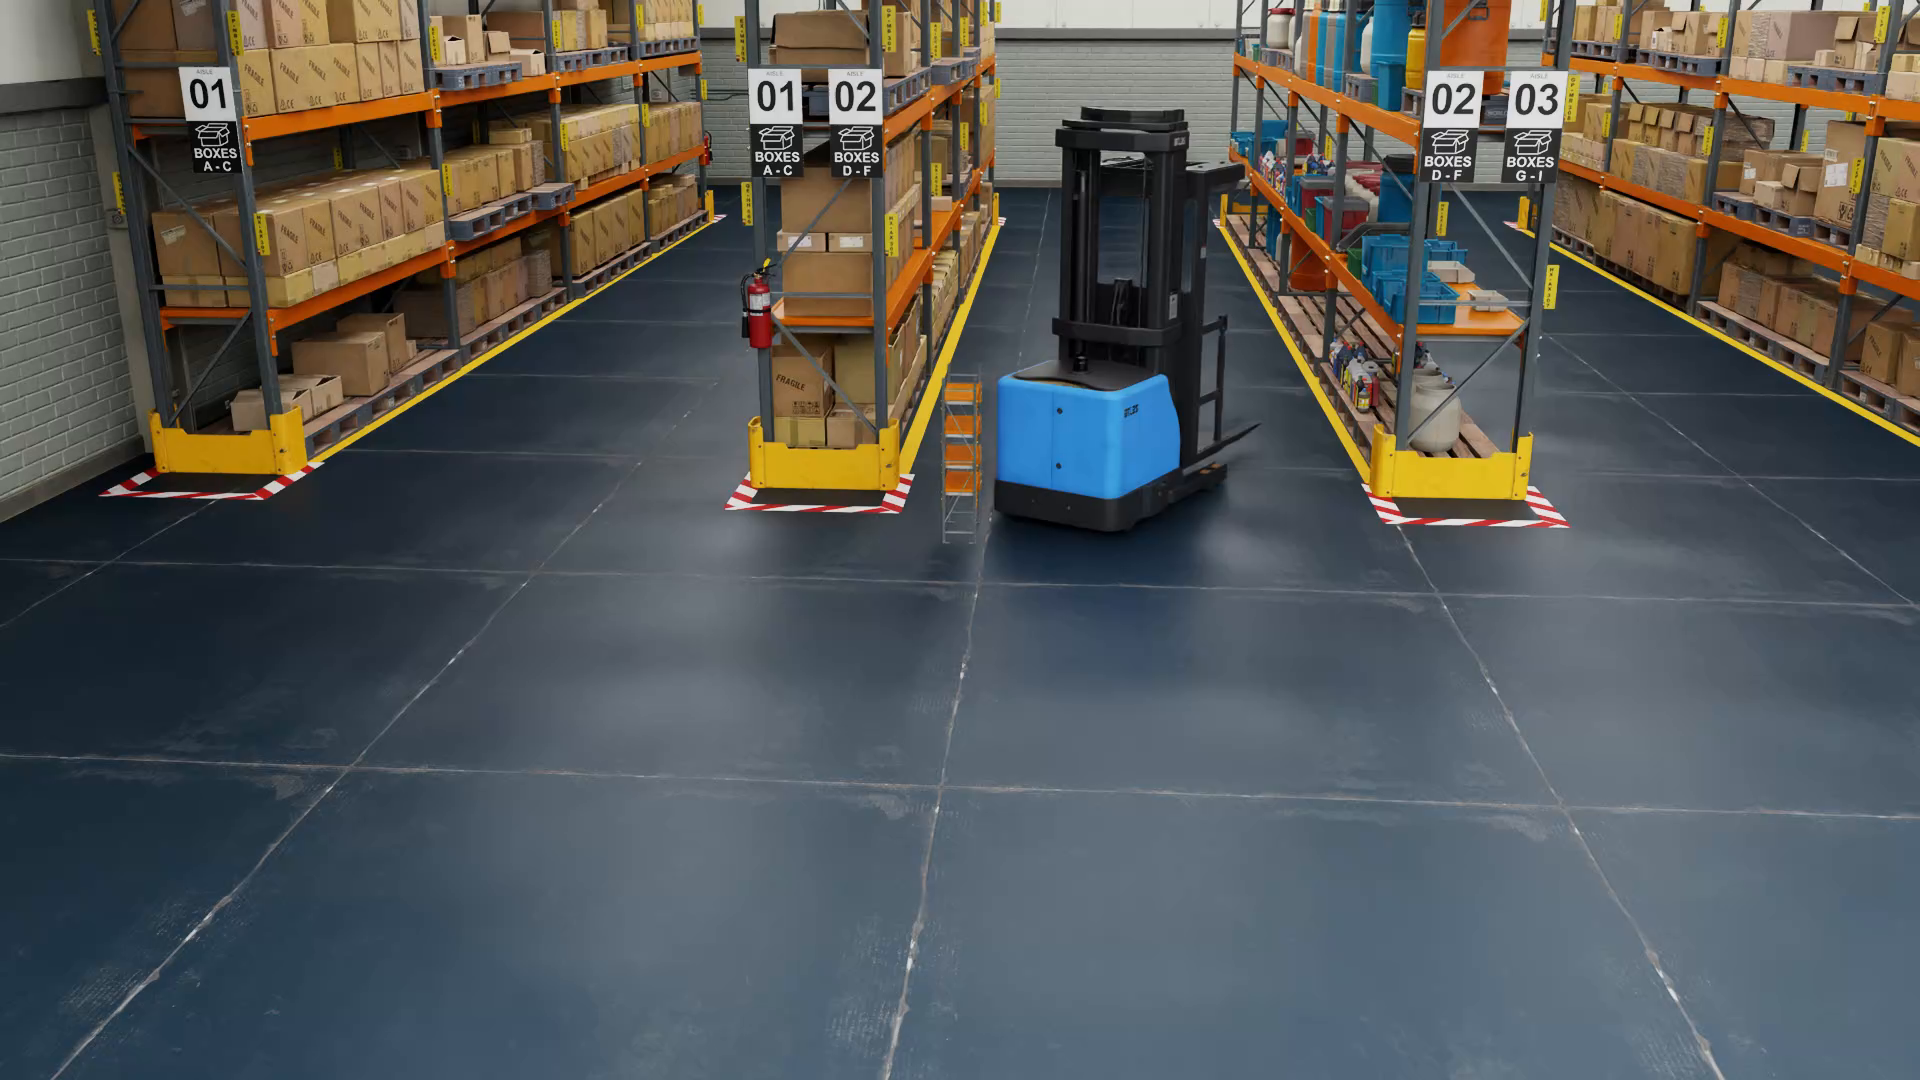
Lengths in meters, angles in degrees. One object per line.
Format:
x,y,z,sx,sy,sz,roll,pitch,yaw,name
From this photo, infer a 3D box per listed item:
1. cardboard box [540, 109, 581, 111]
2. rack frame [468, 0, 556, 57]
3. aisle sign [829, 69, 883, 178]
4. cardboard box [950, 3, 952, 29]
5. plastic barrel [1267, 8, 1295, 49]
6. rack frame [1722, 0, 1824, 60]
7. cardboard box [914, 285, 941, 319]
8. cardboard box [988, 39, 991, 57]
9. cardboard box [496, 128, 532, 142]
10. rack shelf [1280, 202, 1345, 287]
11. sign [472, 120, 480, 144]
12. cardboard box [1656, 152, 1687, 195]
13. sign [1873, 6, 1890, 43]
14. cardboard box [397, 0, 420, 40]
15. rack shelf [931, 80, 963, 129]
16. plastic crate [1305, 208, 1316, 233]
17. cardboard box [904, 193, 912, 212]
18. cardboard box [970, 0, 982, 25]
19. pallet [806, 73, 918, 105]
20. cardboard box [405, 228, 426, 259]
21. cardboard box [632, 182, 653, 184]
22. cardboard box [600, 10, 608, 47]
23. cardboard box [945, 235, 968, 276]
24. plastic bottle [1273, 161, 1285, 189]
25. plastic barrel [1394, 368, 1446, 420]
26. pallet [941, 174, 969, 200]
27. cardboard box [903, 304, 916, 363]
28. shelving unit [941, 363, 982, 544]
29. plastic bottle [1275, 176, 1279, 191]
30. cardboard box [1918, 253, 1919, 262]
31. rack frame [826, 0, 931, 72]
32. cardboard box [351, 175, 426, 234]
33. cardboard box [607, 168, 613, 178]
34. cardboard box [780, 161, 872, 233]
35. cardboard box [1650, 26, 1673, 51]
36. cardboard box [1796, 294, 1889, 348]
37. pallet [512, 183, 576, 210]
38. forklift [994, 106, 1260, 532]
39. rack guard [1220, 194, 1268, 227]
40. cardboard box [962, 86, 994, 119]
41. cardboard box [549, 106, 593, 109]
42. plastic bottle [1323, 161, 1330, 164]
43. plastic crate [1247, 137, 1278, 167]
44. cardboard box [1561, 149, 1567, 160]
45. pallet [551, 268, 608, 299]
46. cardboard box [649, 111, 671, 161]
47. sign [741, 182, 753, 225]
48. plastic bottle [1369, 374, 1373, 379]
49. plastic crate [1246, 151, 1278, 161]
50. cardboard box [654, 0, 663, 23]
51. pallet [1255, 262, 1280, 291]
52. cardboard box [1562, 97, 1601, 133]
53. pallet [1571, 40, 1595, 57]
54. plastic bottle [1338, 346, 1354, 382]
-5.510,-5.823,23.002,0.500,0.250,0.500,1,18,2,cardboard box
-5.442,-7.332,19.848,1.000,3.000,0.127,1,18,4,rack frame
-0.774,-3.096,12.378,0.394,0.787,0.004,1,18,4,aisle sign
-0.417,-6.765,21.939,0.600,0.600,0.600,1,18,2,cardboard box
4.438,-7.034,22.864,0.433,0.535,0.433,0,18,0,plastic barrel
9.380,-7.001,18.836,1.000,3.000,0.127,1,18,4,rack frame
-0.468,-2.567,17.782,0.500,0.311,0.500,1,18,3,cardboard box
0.229,-7.735,26.135,0.500,0.250,0.500,1,18,4,cardboard box
-5.437,-4.938,20.268,0.380,0.149,0.250,-1,18,-3,cardboard box
4.296,-3.297,18.324,1.077,0.370,4.000,1,18,4,rack shelf
-5.996,-5.043,20.637,0.100,0.325,0.005,1,18,4,sign
9.243,-4.672,21.204,0.500,0.500,0.500,1,18,2,cardboard box
8.539,-4.777,15.404,0.100,0.325,0.005,1,18,4,sign
-5.494,-5.035,15.856,0.500,0.500,0.500,0,18,-1,cardboard box
-0.644,-4.834,18.198,1.077,0.370,4.000,1,18,4,rack shelf
3.996,-3.464,18.019,0.450,0.188,0.662,1,18,4,plastic crate
-0.647,-3.157,15.537,0.380,0.149,0.250,1,18,4,cardboard box
-0.040,-7.866,24.529,0.700,0.500,0.500,1,18,4,cardboard box
-0.913,-3.870,14.240,1.003,0.211,1.213,1,18,4,pallet
-5.504,-2.869,16.070,0.500,0.250,0.500,1,18,4,cardboard box
-5.117,-5.637,26.608,0.380,0.149,0.250,1,18,3,cardboard box
-5.328,-7.135,23.196,0.700,0.500,0.500,0,18,1,cardboard box
-0.151,-3.691,21.678,0.500,0.500,0.500,1,18,2,cardboard box
4.178,-4.776,21.759,0.144,0.351,0.185,1,18,4,plastic bottle
3.873,-1.155,13.951,0.421,0.512,0.421,0,18,0,plastic barrel
-0.522,-4.493,21.126,1.213,0.211,1.003,1,18,4,pallet
-0.682,-1.920,15.501,0.500,0.500,0.500,1,18,4,cardboard box
0.012,-0.622,11.893,0.258,1.200,0.503,1,18,4,shelving unit
4.135,-4.620,21.524,0.097,0.201,0.097,0,18,0,plastic bottle
8.993,-2.646,14.542,0.875,0.500,0.500,1,18,4,cardboard box
-0.788,-5.981,15.723,1.000,3.000,0.127,1,18,4,rack frame
-5.484,-3.225,15.952,0.500,0.500,0.500,1,18,4,cardboard box
-5.032,-5.109,23.069,0.380,0.149,0.250,1,18,2,cardboard box
-1.024,-2.713,13.140,0.700,0.500,0.500,1,18,4,cardboard box
9.498,-6.636,22.009,0.500,0.311,0.500,1,18,2,cardboard box
9.211,-2.267,17.331,0.700,0.500,0.500,1,18,4,cardboard box
-5.387,-4.167,20.130,1.213,0.211,1.003,1,18,4,pallet
1.480,-1.855,12.877,1.130,2.935,3.031,11,21,31,forklift
5.002,-5.565,28.103,1.175,0.500,0.348,1,18,4,rack guard
0.280,-7.078,26.941,0.500,0.500,0.500,2,18,5,cardboard box
-5.479,-5.979,23.478,0.500,0.250,0.500,1,18,5,cardboard box
4.948,-5.002,22.571,0.152,0.276,0.135,1,18,4,plastic bottle
4.419,-5.676,24.358,0.392,0.384,0.575,1,18,4,plastic crate
9.490,-5.934,25.620,0.380,0.149,0.250,1,18,3,cardboard box
-5.310,-3.400,21.959,1.003,0.211,1.213,1,18,4,pallet
-5.042,-6.261,25.732,0.980,0.700,0.700,1,18,3,cardboard box
-1.615,-2.567,12.699,0.100,0.325,0.005,1,18,4,sign
3.747,-1.418,15.222,0.097,0.201,0.097,0,18,0,plastic bottle
4.538,-5.754,25.012,0.437,0.125,0.590,1,18,4,plastic crate
-4.794,-8.056,25.077,0.500,0.500,0.500,1,18,3,cardboard box
4.544,-3.559,22.445,1.003,0.211,1.213,1,18,4,pallet
9.582,-6.601,25.811,0.500,0.500,0.500,1,18,2,cardboard box
9.826,-7.407,25.036,1.003,0.211,1.213,1,18,4,pallet
3.667,-1.668,15.744,0.144,0.351,0.185,1,18,2,plastic bottle
